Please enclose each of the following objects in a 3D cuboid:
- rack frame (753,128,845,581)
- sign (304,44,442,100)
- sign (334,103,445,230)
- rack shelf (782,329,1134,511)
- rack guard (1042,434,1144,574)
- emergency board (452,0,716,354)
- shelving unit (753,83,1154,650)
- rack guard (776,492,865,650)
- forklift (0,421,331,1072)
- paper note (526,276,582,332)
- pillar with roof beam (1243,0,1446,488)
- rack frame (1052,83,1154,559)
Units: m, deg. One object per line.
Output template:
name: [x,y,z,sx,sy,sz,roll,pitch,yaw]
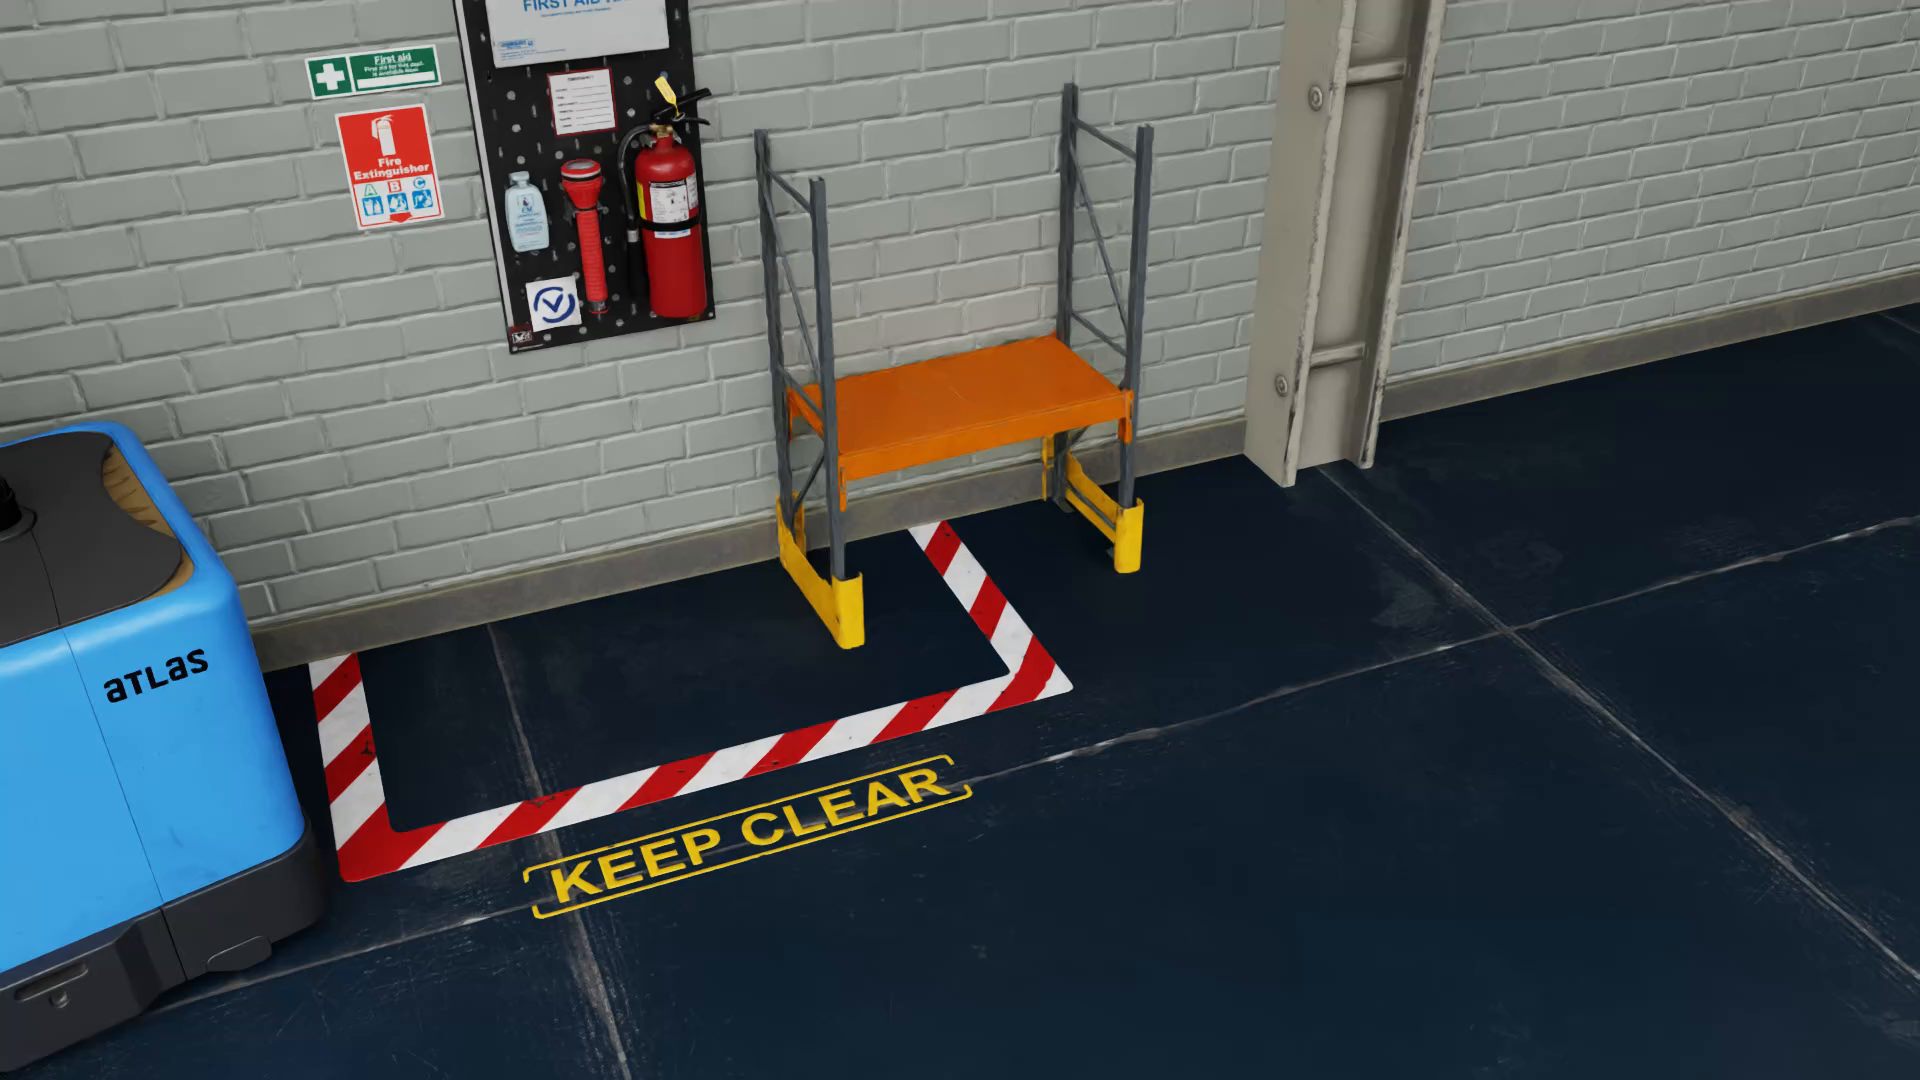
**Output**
rack frame: [-0.475,-0.436,5.023,0.032,1.500,0.500,-14,34,-21]
sign: [-1.541,-1.232,4.375,0.331,0.109,0.001,-13,35,-19]
sign: [-1.548,-1.014,4.525,0.234,0.329,0.001,-13,35,-19]
rack shelf: [-0.013,-0.400,5.300,1.000,0.185,0.538,-14,34,-21]
rack guard: [0.448,-0.137,5.716,0.087,0.250,0.587,-14,34,-21]
emergency board: [-0.999,-1.064,4.634,0.643,1.169,0.194,-13,35,-19]
shelving unit: [-0.006,-0.555,5.208,1.083,1.500,0.587,-14,34,-21]
rack guard: [-0.453,0.090,5.359,0.087,0.250,0.587,-14,34,-21]
forklift: [-3.077,0.034,3.010,3.031,2.935,1.130,-22,39,-30]
paper note: [-1.189,-0.692,4.870,0.142,0.148,0.016,-13,35,-19]
pillar with roof beam: [2.961,-1.916,0.443,0.400,9.000,9.100,-13,35,-19]
rack frame: [0.446,-0.668,5.387,0.032,1.500,0.500,-14,34,-21]
